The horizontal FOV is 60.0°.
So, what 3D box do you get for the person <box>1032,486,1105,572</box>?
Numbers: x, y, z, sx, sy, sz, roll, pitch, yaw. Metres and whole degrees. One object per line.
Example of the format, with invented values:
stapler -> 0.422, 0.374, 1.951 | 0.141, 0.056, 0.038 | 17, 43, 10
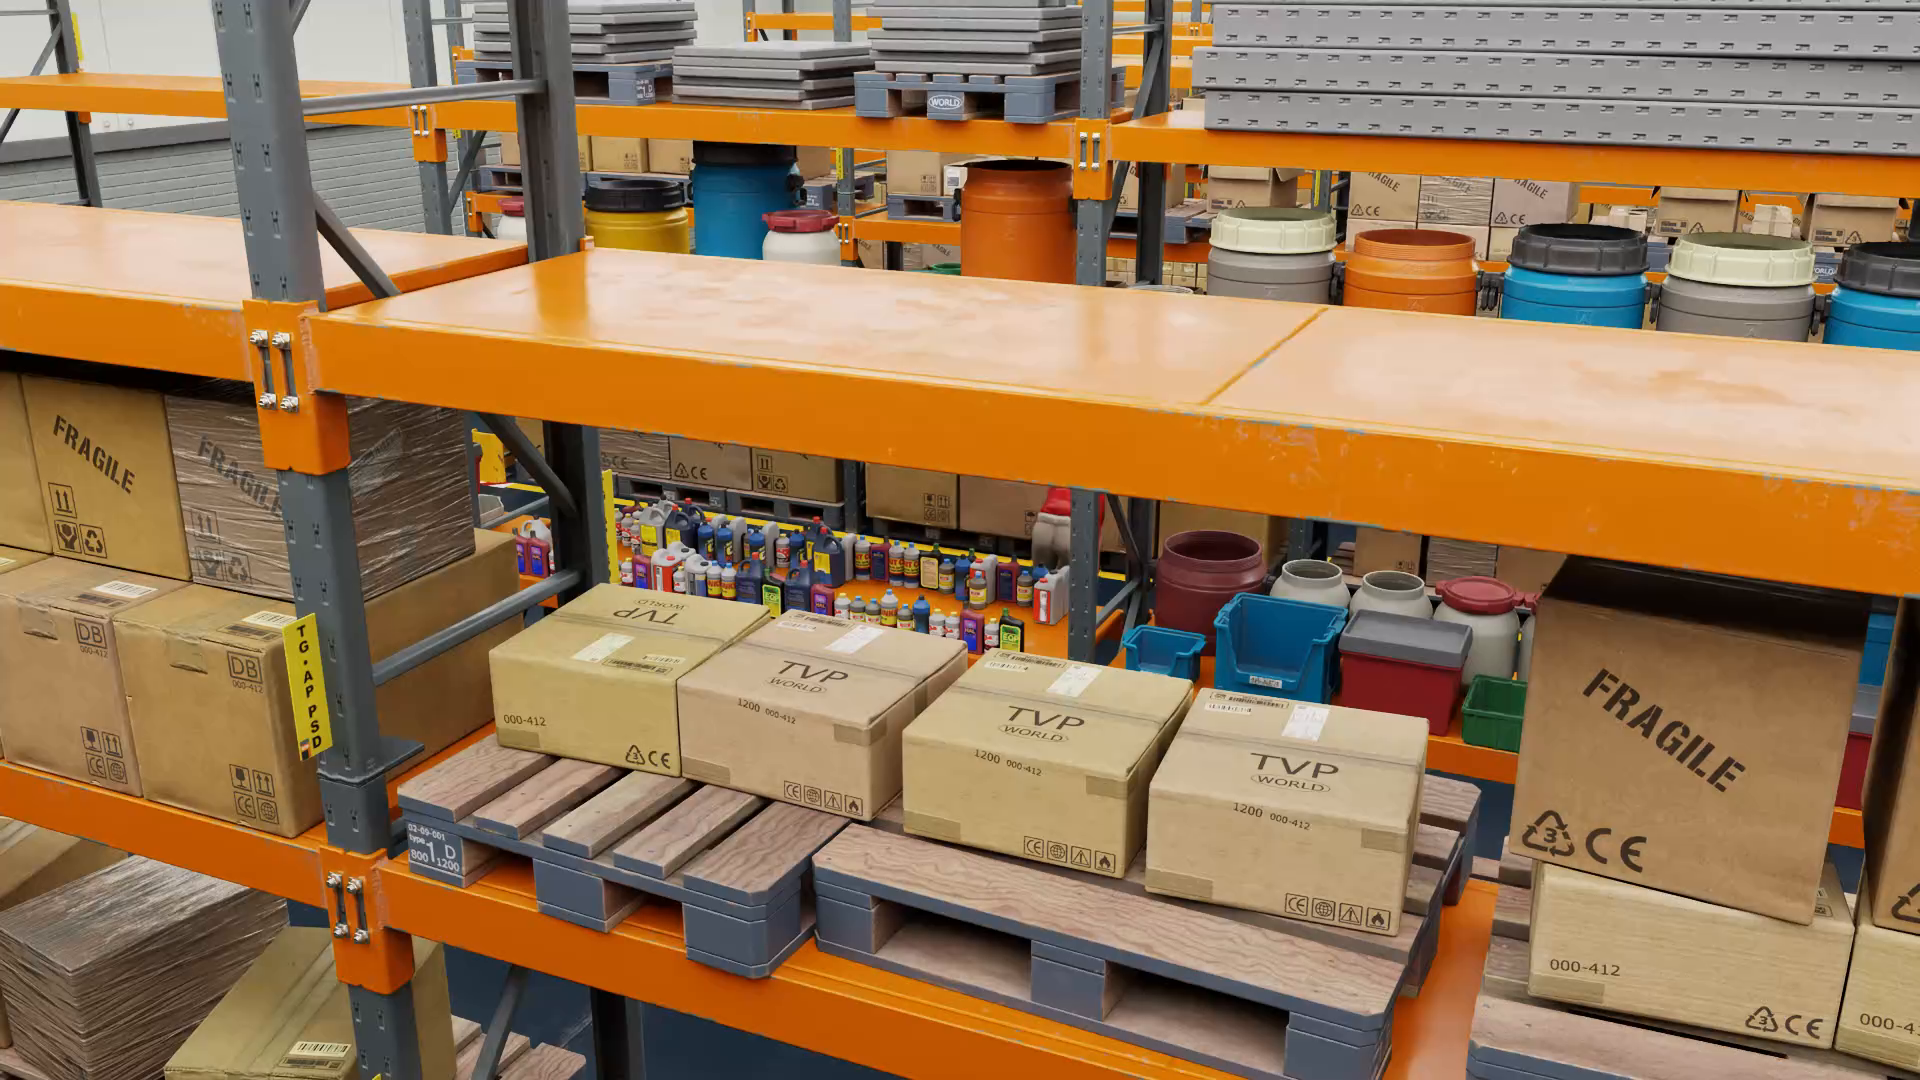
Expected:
person -> 0.839, 0.085, 12.499 | 0.482, 1.308, 0.905 | 8, 20, 21
